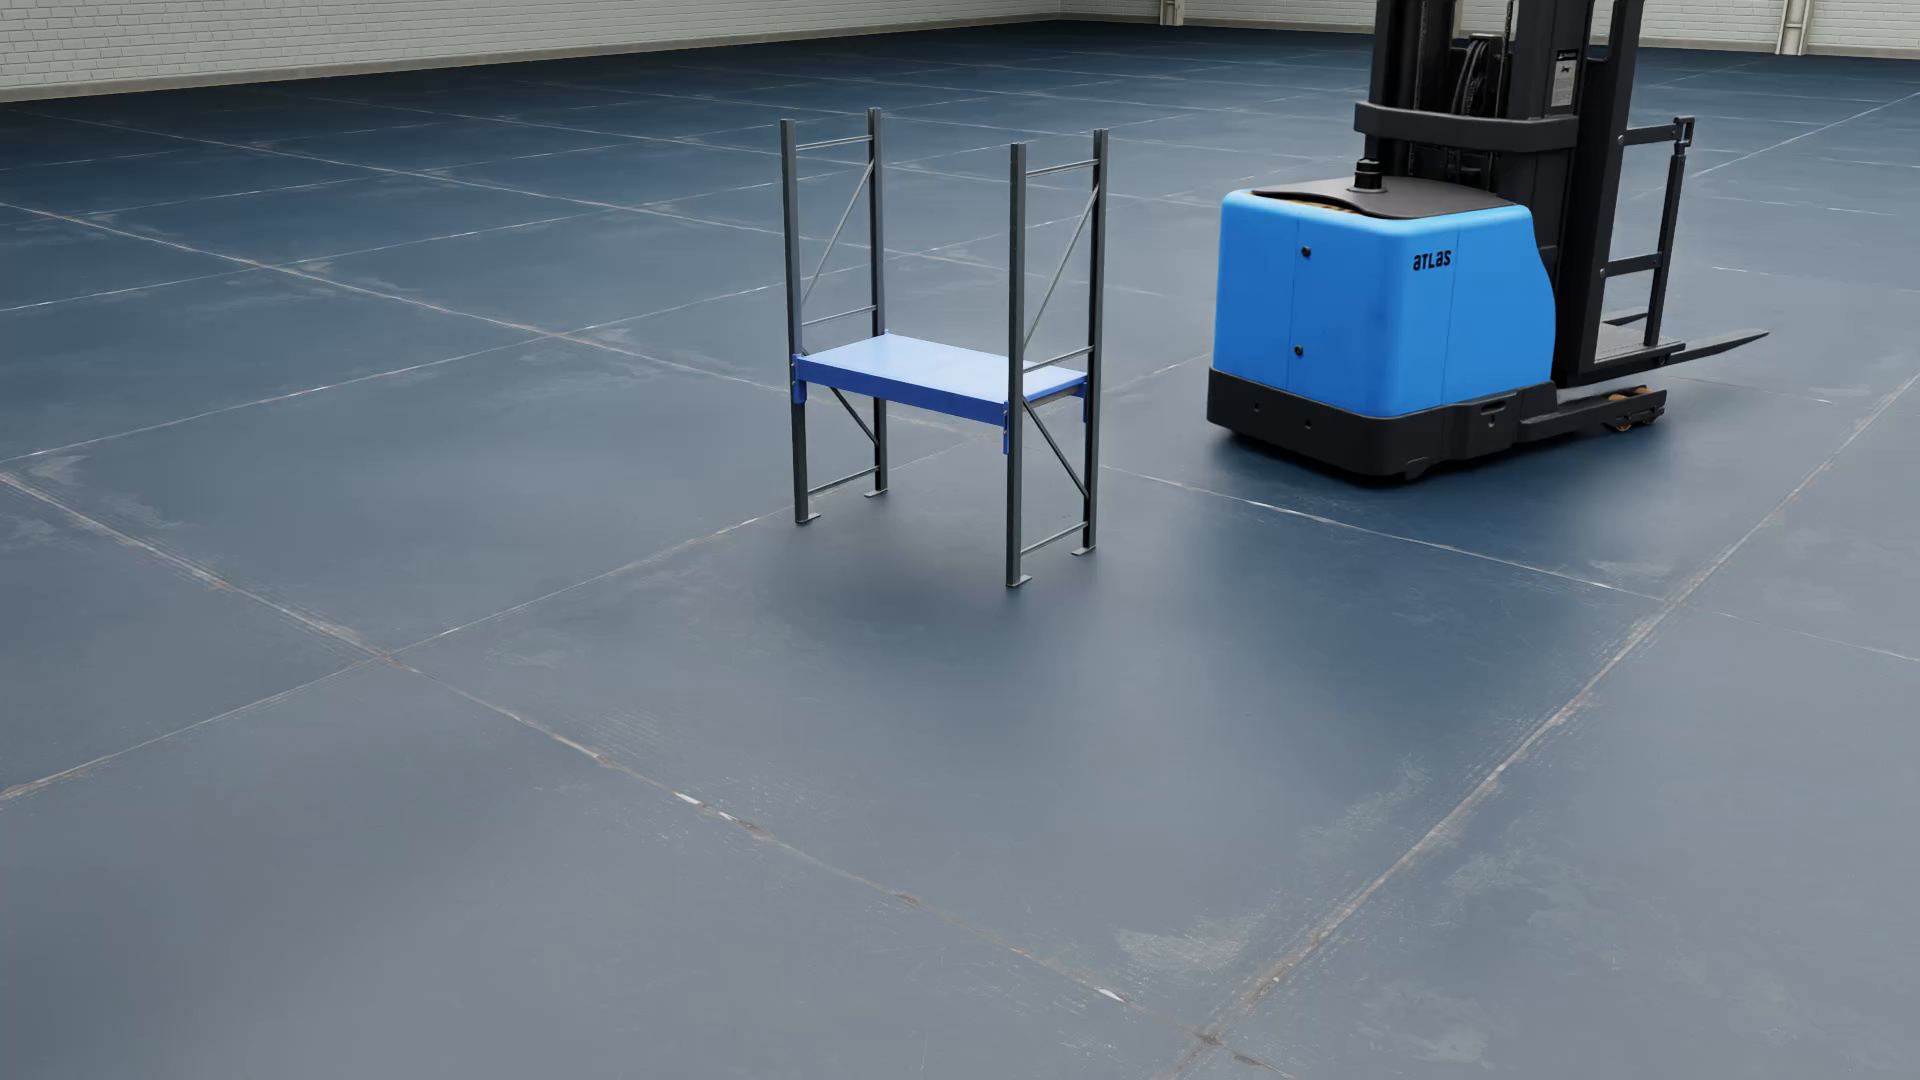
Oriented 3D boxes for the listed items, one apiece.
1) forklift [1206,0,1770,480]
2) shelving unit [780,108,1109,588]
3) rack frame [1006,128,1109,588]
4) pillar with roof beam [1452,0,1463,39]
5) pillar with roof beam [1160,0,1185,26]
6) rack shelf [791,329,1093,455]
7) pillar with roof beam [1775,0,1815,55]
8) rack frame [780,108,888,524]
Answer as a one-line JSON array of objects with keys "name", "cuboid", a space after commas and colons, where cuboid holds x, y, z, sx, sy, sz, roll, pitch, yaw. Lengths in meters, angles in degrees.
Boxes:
[{"name": "forklift", "cuboid": [2.600, -1.997, 7.311, 3.031, 2.935, 1.130, -14, 25, -32]}, {"name": "shelving unit", "cuboid": [-0.066, -0.721, 5.954, 1.048, 1.500, 0.538, 16, 26, 36]}, {"name": "rack frame", "cuboid": [0.328, -0.607, 5.653, 0.032, 1.500, 0.500, 16, 26, 36]}, {"name": "pillar with roof beam", "cuboid": [6.320, -12.383, 26.251, 0.400, 9.000, 9.100, 16, 26, 36]}, {"name": "pillar with roof beam", "cuboid": [1.672, -13.721, 29.801, 0.400, 9.000, 9.100, 16, 26, 36]}, {"name": "rack shelf", "cuboid": [-0.066, -0.552, 6.017, 1.000, 0.185, 0.538, 16, 26, 36]}, {"name": "pillar with roof beam", "cuboid": [10.969, -11.044, 22.701, 0.400, 9.000, 9.100, 16, 26, 36]}, {"name": "rack frame", "cuboid": [-0.460, -0.834, 6.255, 0.032, 1.500, 0.500, 16, 26, 36]}]
